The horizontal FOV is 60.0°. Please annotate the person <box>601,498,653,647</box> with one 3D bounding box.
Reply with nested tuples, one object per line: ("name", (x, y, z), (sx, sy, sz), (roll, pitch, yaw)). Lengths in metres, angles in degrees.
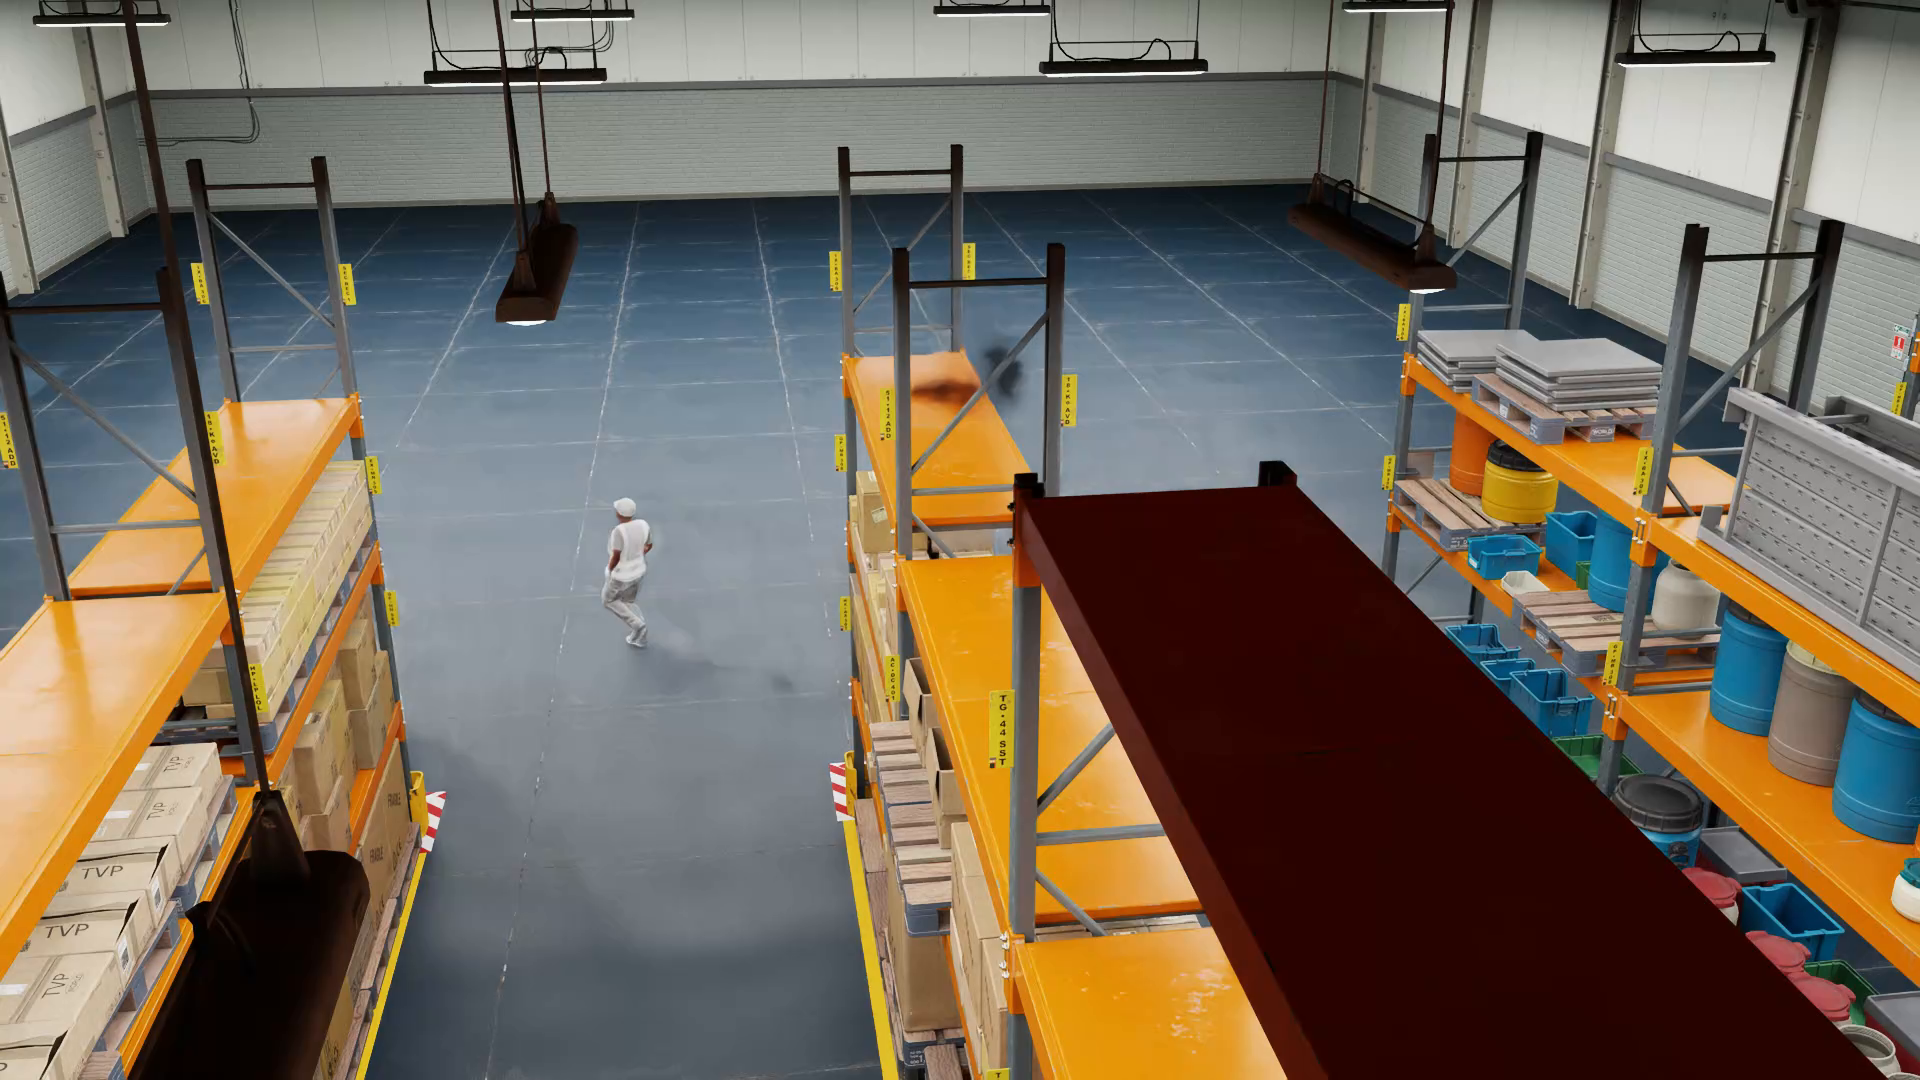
("person", (-3.700, 0.356, 18.391), (0.530, 1.739, 0.689), (14, 25, 31))
